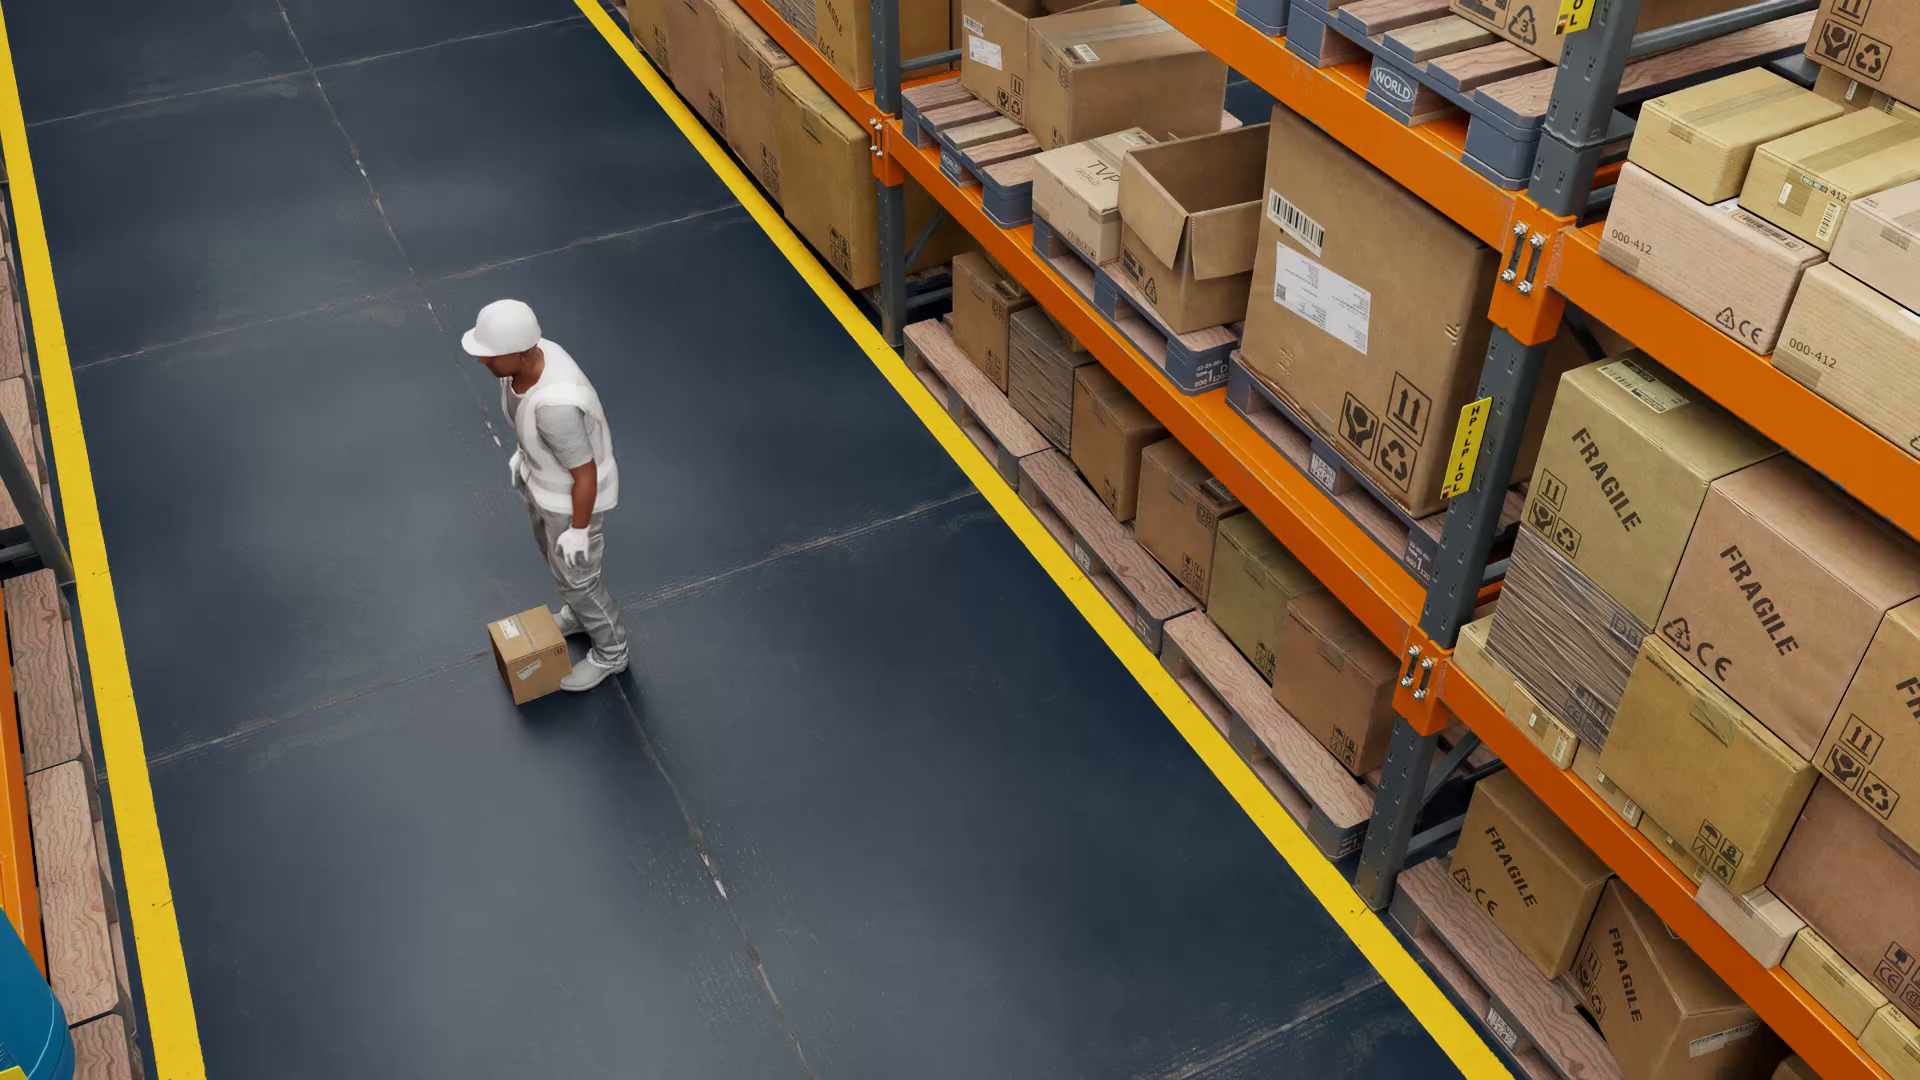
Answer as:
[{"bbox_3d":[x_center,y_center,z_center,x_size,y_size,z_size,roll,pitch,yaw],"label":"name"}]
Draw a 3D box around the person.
[{"bbox_3d":[-1.541,-0.178,6.354,0.443,1.776,0.631,-21,45,-22],"label":"person"}]
